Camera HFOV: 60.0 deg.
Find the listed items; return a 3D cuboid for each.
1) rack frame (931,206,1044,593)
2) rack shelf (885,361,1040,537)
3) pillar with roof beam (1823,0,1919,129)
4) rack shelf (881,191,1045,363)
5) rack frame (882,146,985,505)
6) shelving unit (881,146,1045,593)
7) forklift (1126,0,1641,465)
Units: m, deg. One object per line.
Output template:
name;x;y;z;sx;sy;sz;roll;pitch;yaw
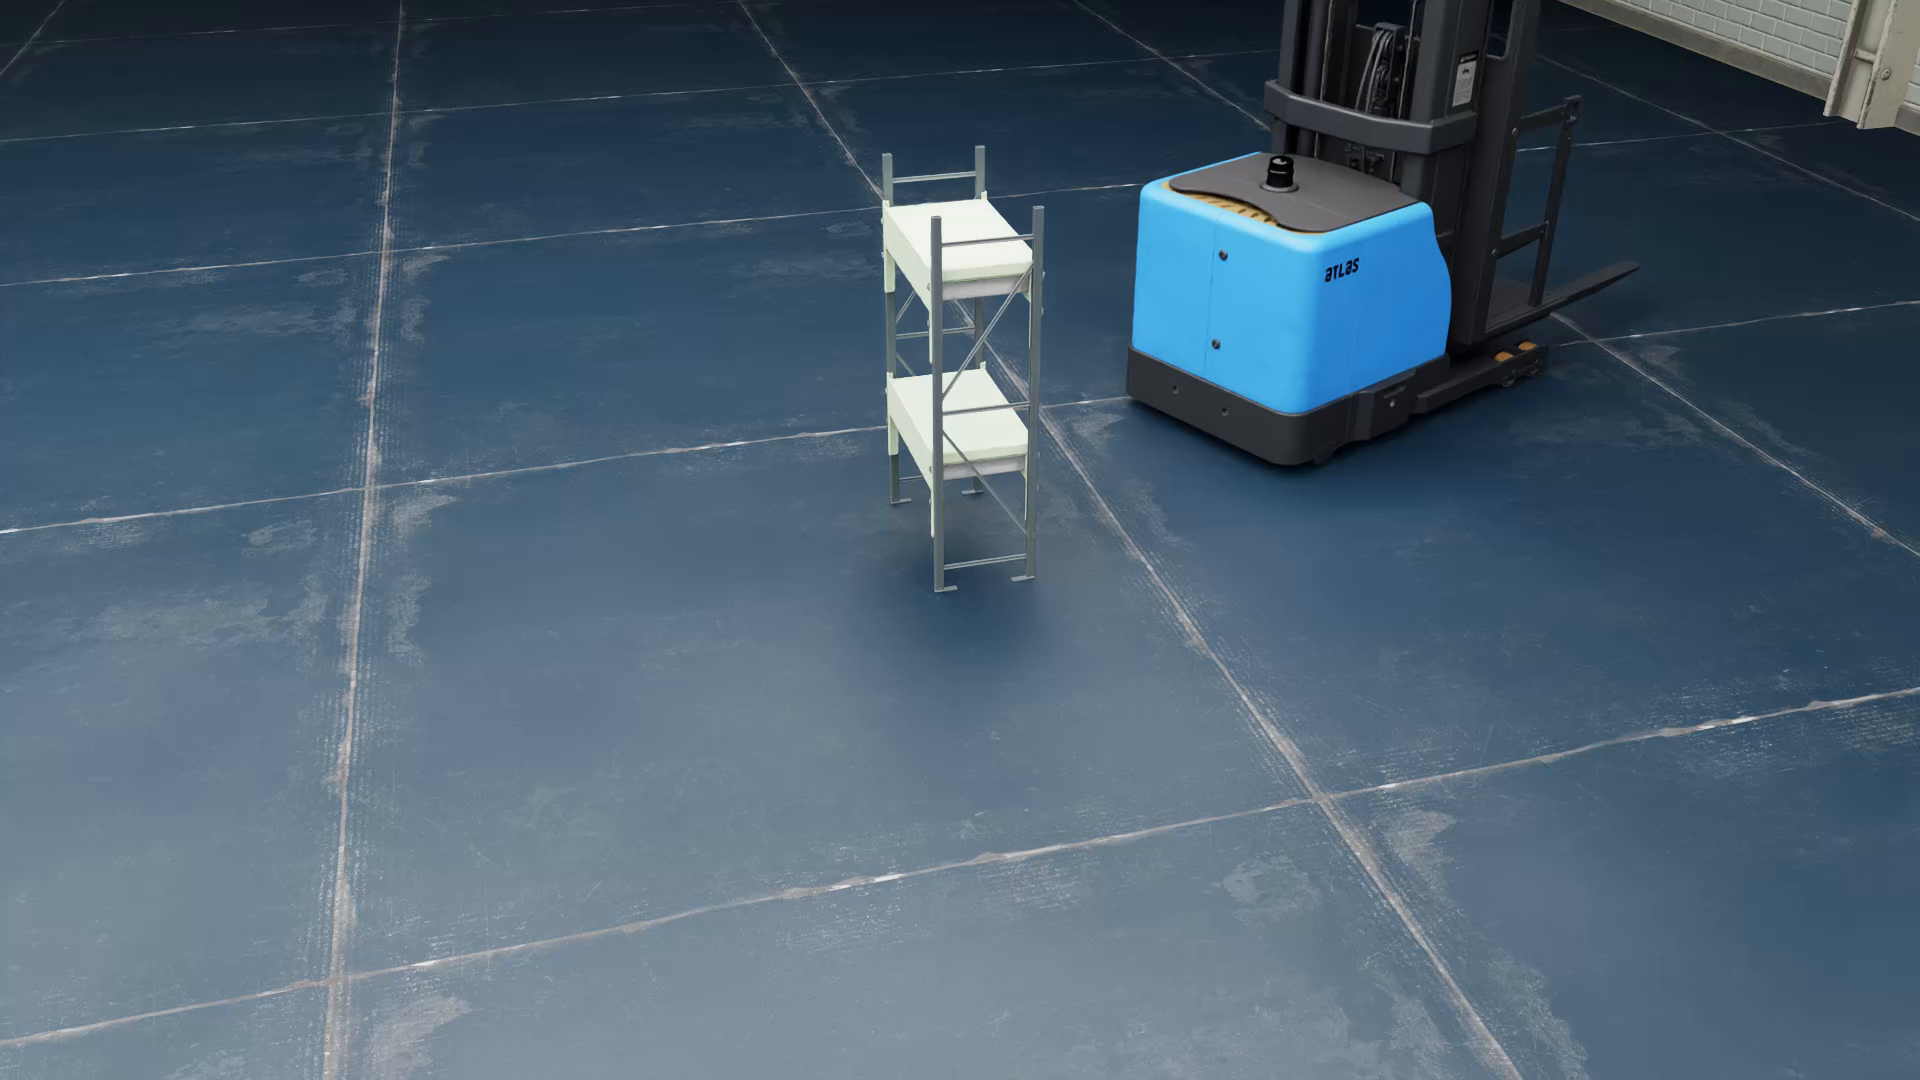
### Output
rack frame;0.095;-0.476;6.074;0.400;1.500;0.023;-8;31;-13
rack shelf;-0.002;-0.370;6.543;0.431;0.370;0.720;-8;31;-13
pillar with roof beam;2.328;-6.347;8.732;9.100;9.000;0.400;-8;31;-13
rack shelf;-0.002;-0.990;6.184;0.431;0.370;0.720;-8;31;-13
rack frame;-0.099;-0.829;6.685;0.400;1.500;0.023;-8;31;-13
shelving unit;-0.002;-0.652;6.380;0.431;1.500;0.755;-8;31;-13
forklift;2.239;-2.189;7.607;3.031;2.935;1.130;-22;37;-33
